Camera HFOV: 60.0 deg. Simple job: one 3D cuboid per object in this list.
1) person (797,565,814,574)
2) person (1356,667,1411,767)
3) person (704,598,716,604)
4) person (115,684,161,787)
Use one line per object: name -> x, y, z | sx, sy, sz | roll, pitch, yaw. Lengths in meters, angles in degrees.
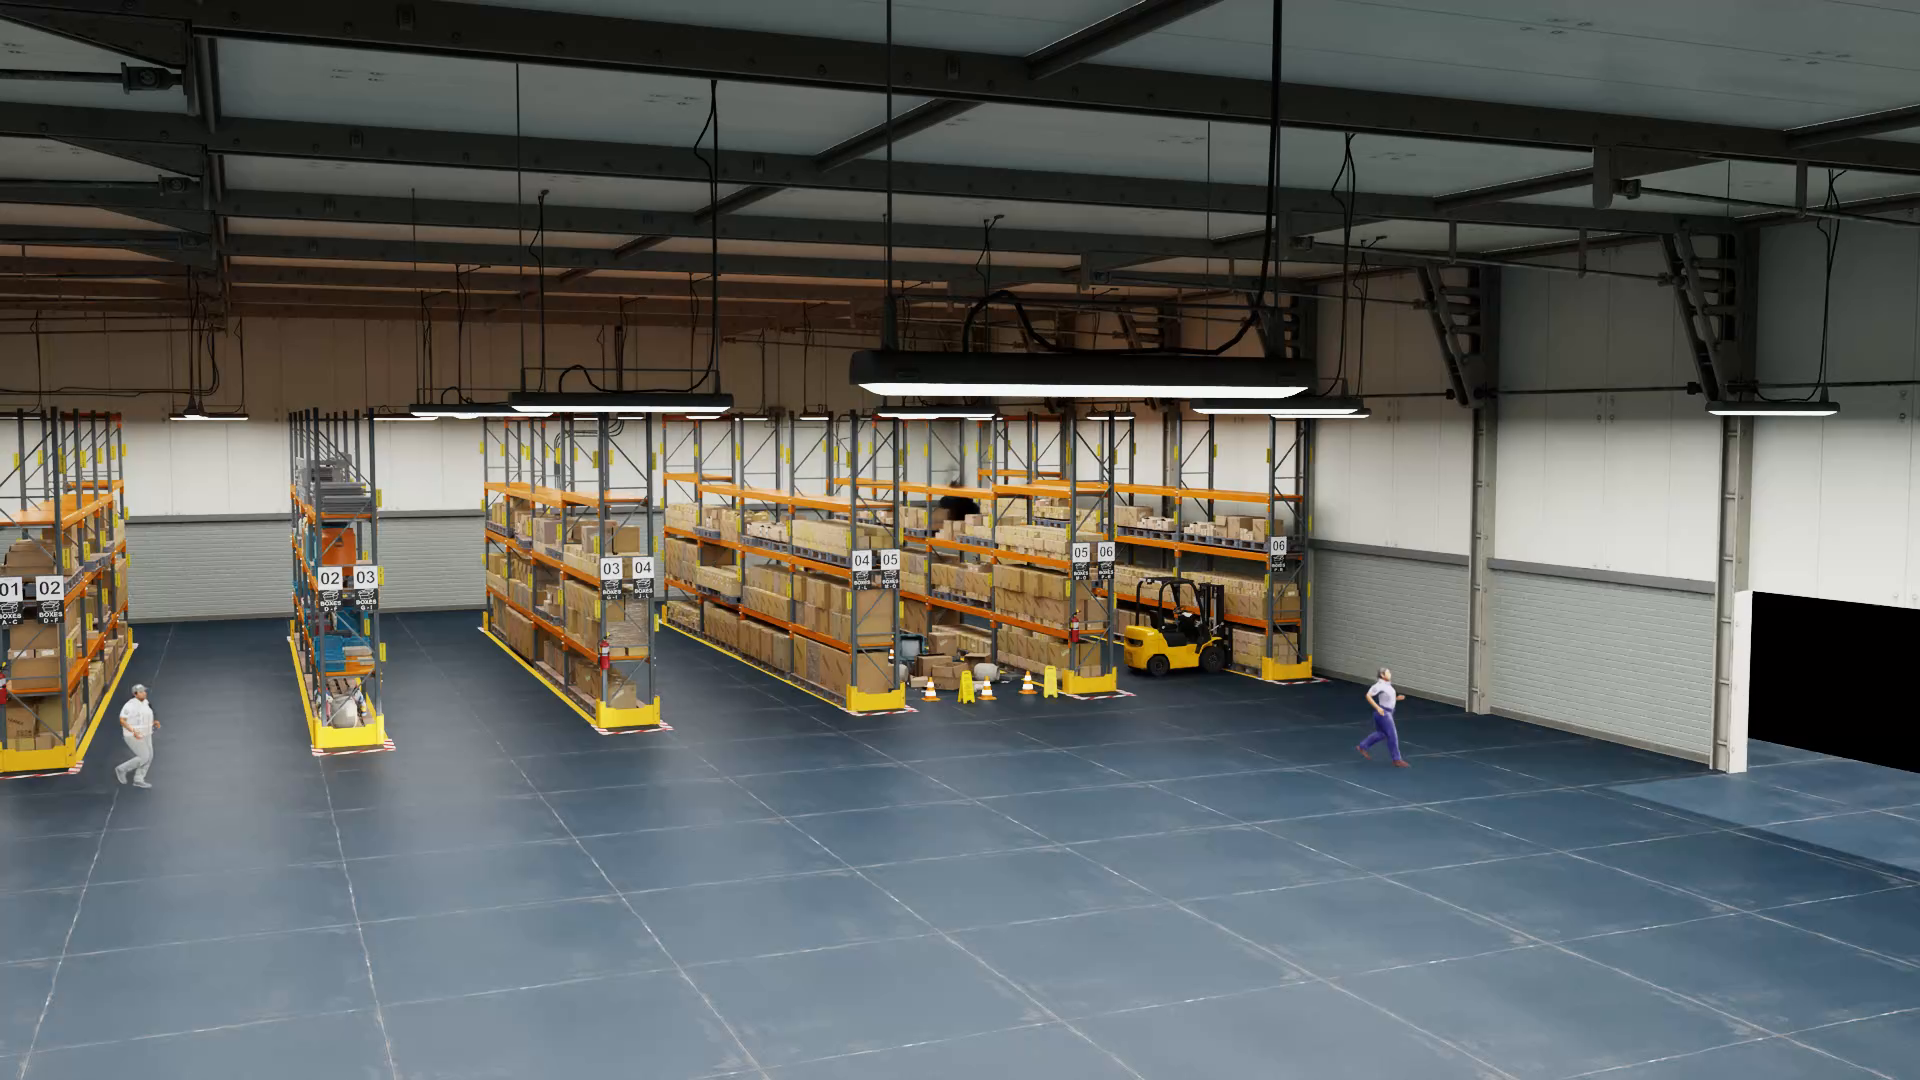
person -> -4.763, 1.278, 51.000 | 0.888, 1.773, 0.707 | -2, 4, -22
person -> 7.081, 2.938, 27.811 | 0.941, 1.630, 0.607 | 2, 4, 25
person -> -7.551, 1.324, 49.734 | 0.828, 1.819, 0.639 | -2, 4, -25
person -> -12.939, 3.090, 26.206 | 0.589, 1.627, 0.599 | 0, 4, 5
